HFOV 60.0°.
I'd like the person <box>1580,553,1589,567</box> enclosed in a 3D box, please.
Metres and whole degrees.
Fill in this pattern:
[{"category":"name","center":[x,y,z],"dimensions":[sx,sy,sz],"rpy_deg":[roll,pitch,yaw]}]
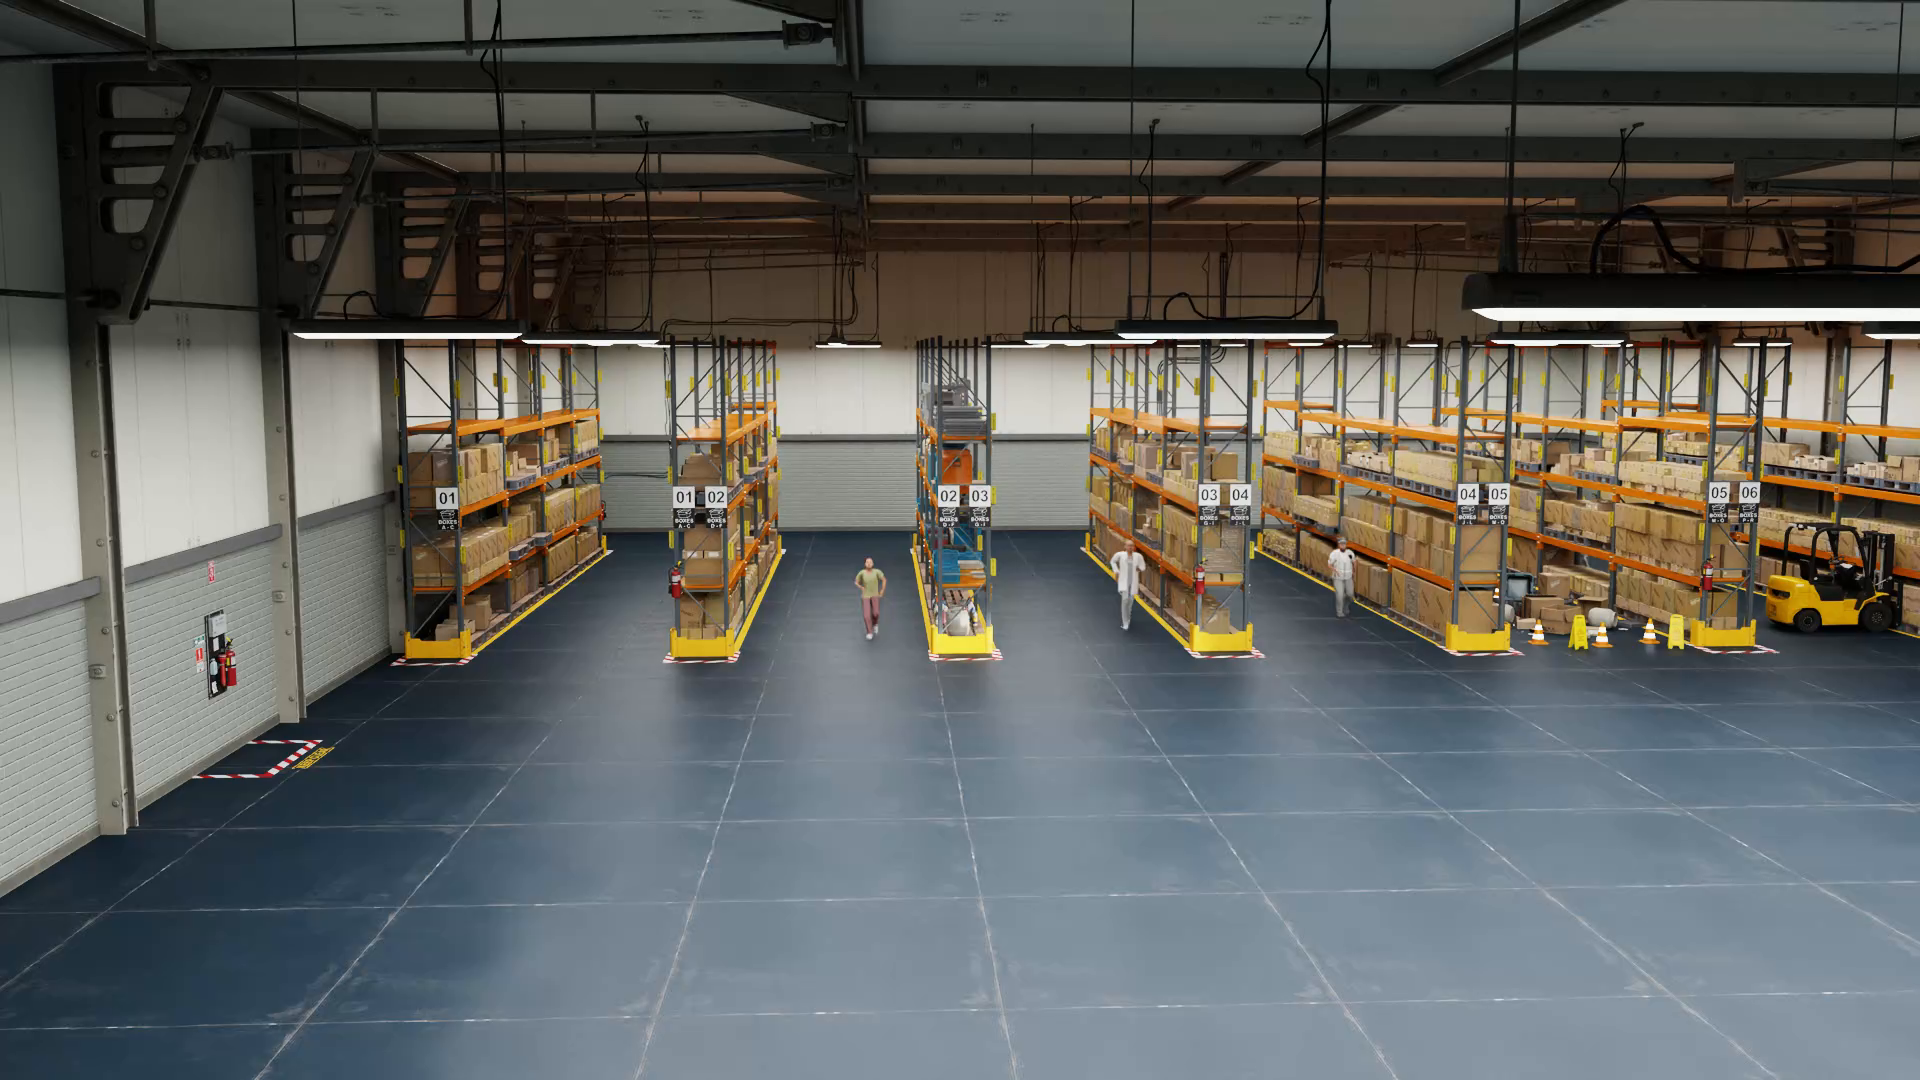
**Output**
[{"category":"person","center":[15.957,0.033,42.973],"dimensions":[0.539,1.583,0.895],"rpy_deg":[-1,7,-9]}]

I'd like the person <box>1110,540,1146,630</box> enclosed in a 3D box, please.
[{"category":"person","center":[3.505,0.920,34.586],"dimensions":[0.688,1.849,0.882],"rpy_deg":[-1,7,-7]}]

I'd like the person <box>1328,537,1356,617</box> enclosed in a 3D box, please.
[{"category":"person","center":[8.234,0.800,35.707],"dimensions":[0.638,1.737,0.564],"rpy_deg":[0,6,0]}]

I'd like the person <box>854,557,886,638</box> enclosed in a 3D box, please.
[{"category":"person","center":[-1.789,1.150,33.112],"dimensions":[0.626,1.639,0.525],"rpy_deg":[0,7,-4]}]
